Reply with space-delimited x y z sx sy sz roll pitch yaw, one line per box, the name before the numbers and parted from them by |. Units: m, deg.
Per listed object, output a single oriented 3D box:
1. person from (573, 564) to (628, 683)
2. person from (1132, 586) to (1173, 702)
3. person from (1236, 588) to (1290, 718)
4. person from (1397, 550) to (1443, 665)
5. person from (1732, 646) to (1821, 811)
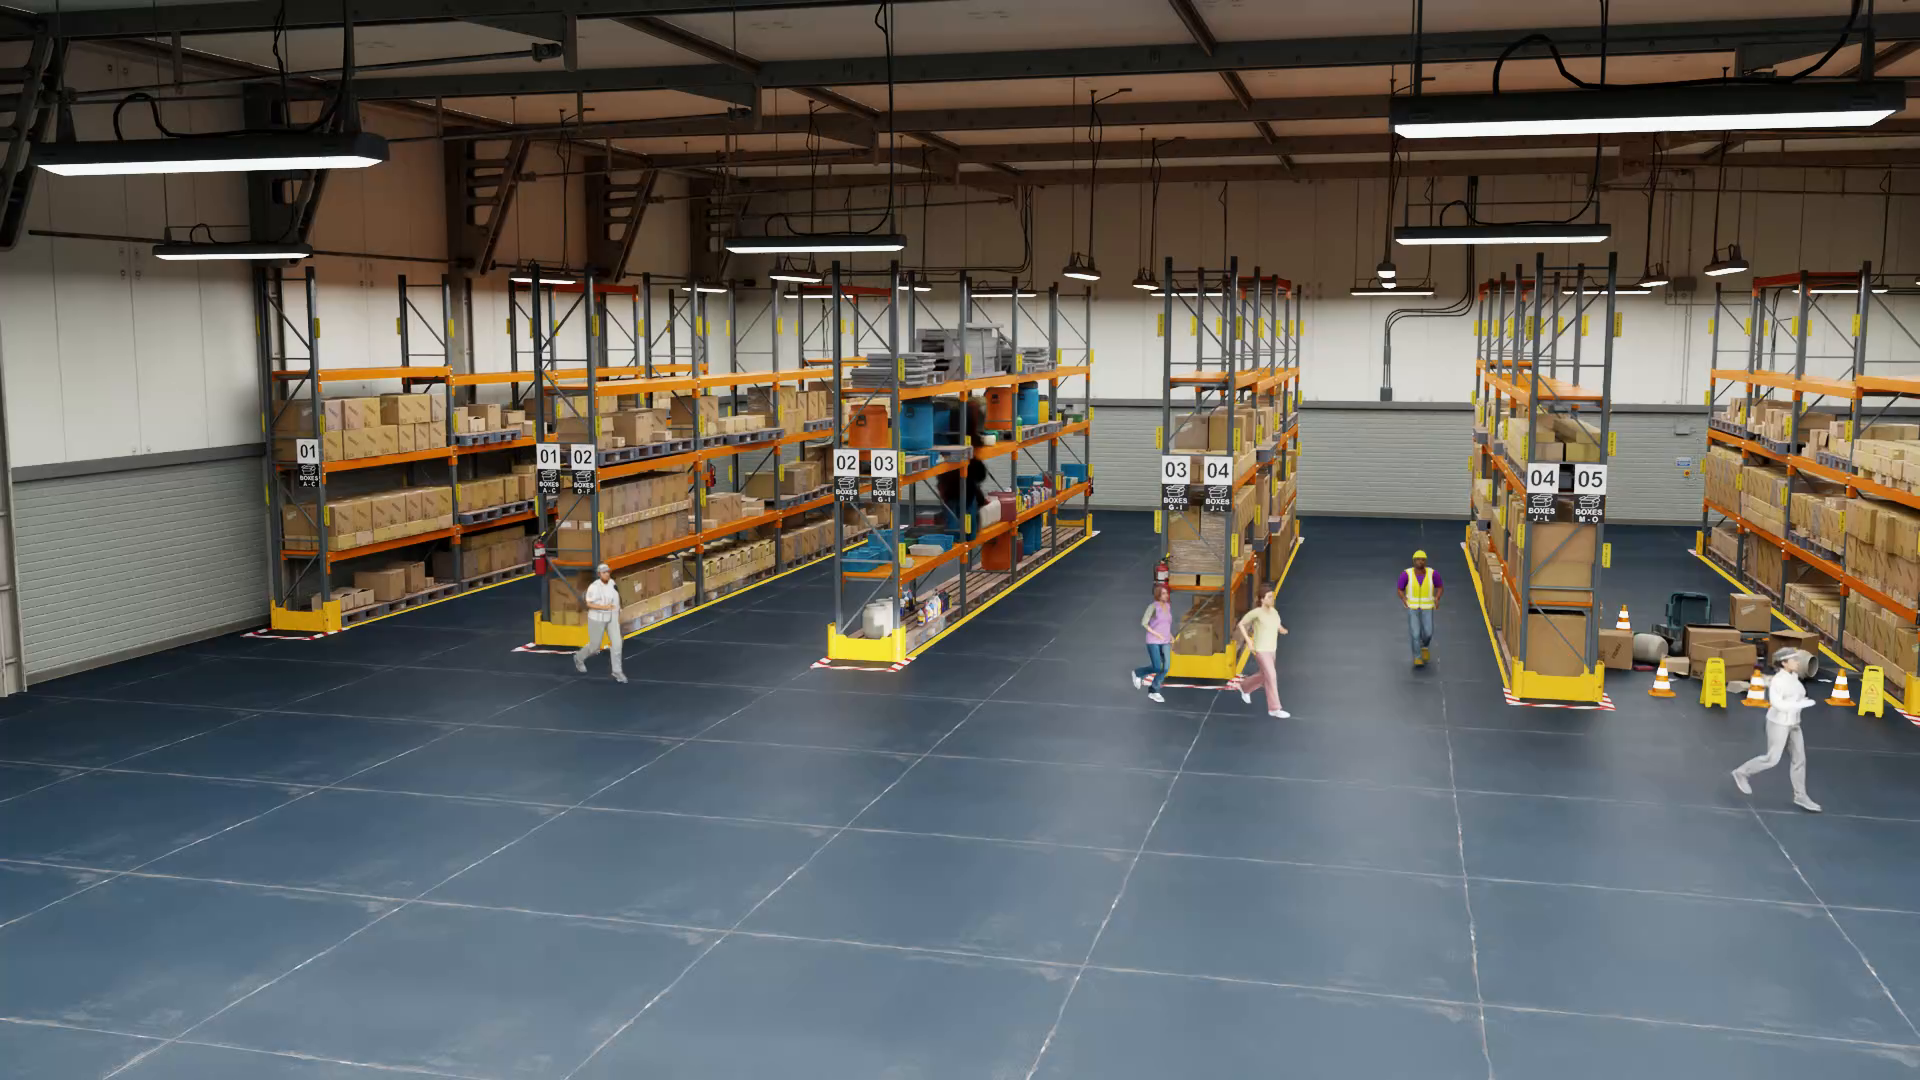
person | -5.133 1.170 23.843 0.933 1.693 0.615 7 10 42
person | 2.654 1.389 22.595 0.537 1.558 0.603 -6 9 -38
person | 3.927 1.431 21.585 0.579 1.650 0.913 -6 9 -38
person | 6.838 1.012 24.722 0.674 1.721 0.569 2 7 12
person | 8.624 1.933 17.463 0.644 1.685 0.907 -6 9 -40
